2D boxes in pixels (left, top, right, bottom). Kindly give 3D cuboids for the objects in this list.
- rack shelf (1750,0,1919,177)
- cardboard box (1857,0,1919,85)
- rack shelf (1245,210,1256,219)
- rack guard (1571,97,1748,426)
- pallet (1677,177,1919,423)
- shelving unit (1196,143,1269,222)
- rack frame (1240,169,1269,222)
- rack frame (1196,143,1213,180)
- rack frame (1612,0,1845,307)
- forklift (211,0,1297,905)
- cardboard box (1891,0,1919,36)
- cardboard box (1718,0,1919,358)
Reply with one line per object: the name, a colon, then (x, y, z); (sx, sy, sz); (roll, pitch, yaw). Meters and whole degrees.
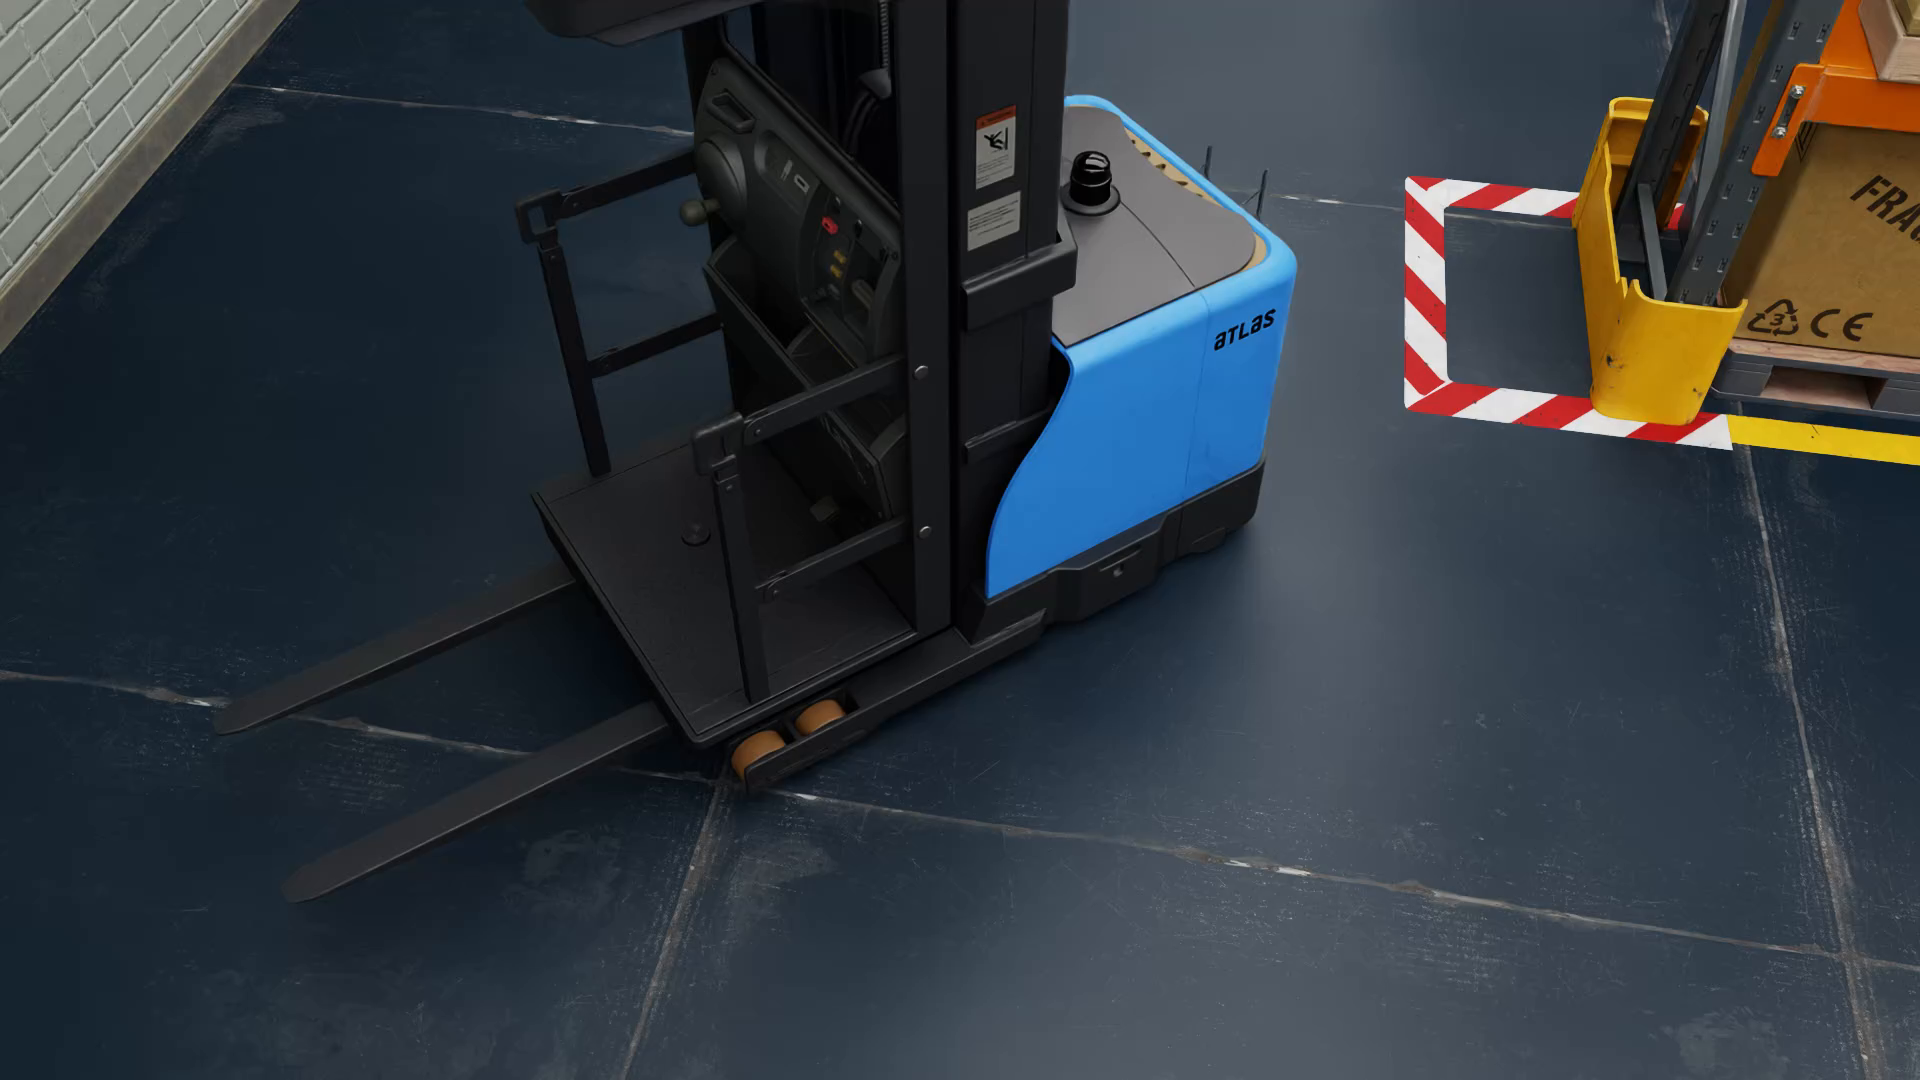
rack shelf: (4.406, -1.320, 4.904); (4.000, 0.370, 1.077); (8, 49, 7)
cardboard box: (2.728, -1.453, 4.708); (0.250, 0.149, 0.380); (8, 49, 7)
rack shelf: (0.780, -0.965, 5.193); (0.200, 0.077, 0.258); (32, 55, 25)
rack guard: (2.414, -0.993, 5.806); (0.348, 0.500, 1.175); (8, 49, 7)
pallet: (3.238, -0.845, 5.867); (1.213, 0.211, 1.003); (8, 49, 7)
shelving unit: (0.779, -0.808, 5.370); (0.210, 0.900, 0.258); (32, 55, 25)
rack frame: (0.857, -0.759, 5.327); (0.006, 0.900, 0.240); (32, 55, 25)
rack frame: (0.701, -0.856, 5.413); (0.006, 0.900, 0.240); (32, 55, 25)
rack frame: (2.438, -1.826, 4.874); (0.127, 3.000, 1.000); (8, 49, 7)
forklift: (-0.579, -0.742, 3.946); (3.031, 2.935, 1.130); (-26, 53, -21)
cardboard box: (2.862, -1.614, 4.584); (0.500, 0.250, 0.500); (7, 48, 6)
cardboard box: (3.082, -1.230, 5.484); (0.875, 0.875, 0.875); (8, 49, 7)
